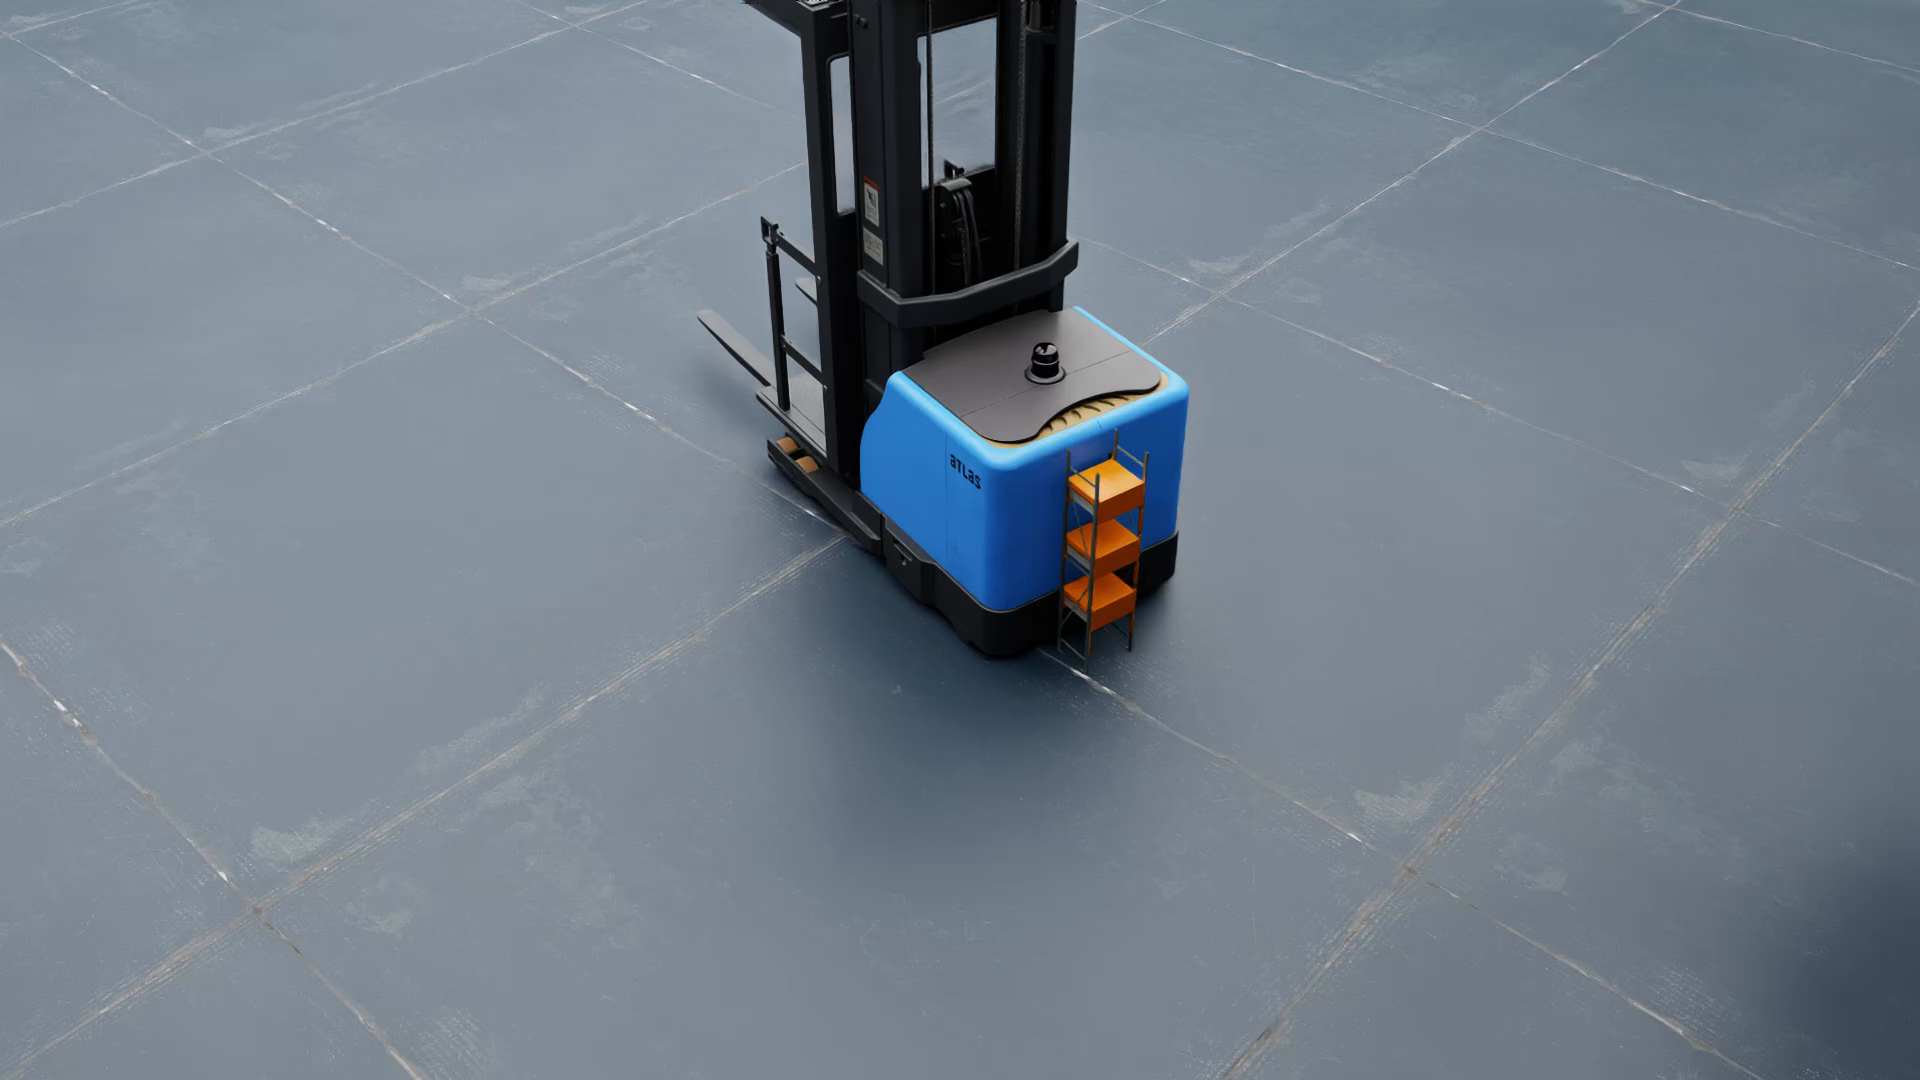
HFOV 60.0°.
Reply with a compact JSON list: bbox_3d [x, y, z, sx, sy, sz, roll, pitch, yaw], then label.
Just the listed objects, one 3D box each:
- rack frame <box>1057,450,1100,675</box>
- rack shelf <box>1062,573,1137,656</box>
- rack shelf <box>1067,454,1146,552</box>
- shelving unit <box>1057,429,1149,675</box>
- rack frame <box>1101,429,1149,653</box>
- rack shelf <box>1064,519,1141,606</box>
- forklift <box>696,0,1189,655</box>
[{"bbox_3d":[0.478,0.109,6.770,0.008,1.050,0.200,-24,44,-27],"label":"rack frame"},{"bbox_3d":[0.577,0.291,7.004,0.240,0.259,0.215,-24,44,-27],"label":"rack shelf"},{"bbox_3d":[0.577,-0.149,6.655,0.240,0.259,0.215,-24,44,-27],"label":"rack shelf"},{"bbox_3d":[0.577,0.065,6.825,0.252,1.050,0.215,-24,44,-27],"label":"shelving unit"},{"bbox_3d":[0.677,0.021,6.880,0.008,1.050,0.200,-24,44,-27],"label":"rack frame"},{"bbox_3d":[0.577,0.073,6.832,0.240,0.259,0.215,-24,44,-27],"label":"rack shelf"},{"bbox_3d":[-0.284,-1.538,7.329,1.130,2.935,3.031,-23,44,-26],"label":"forklift"}]
